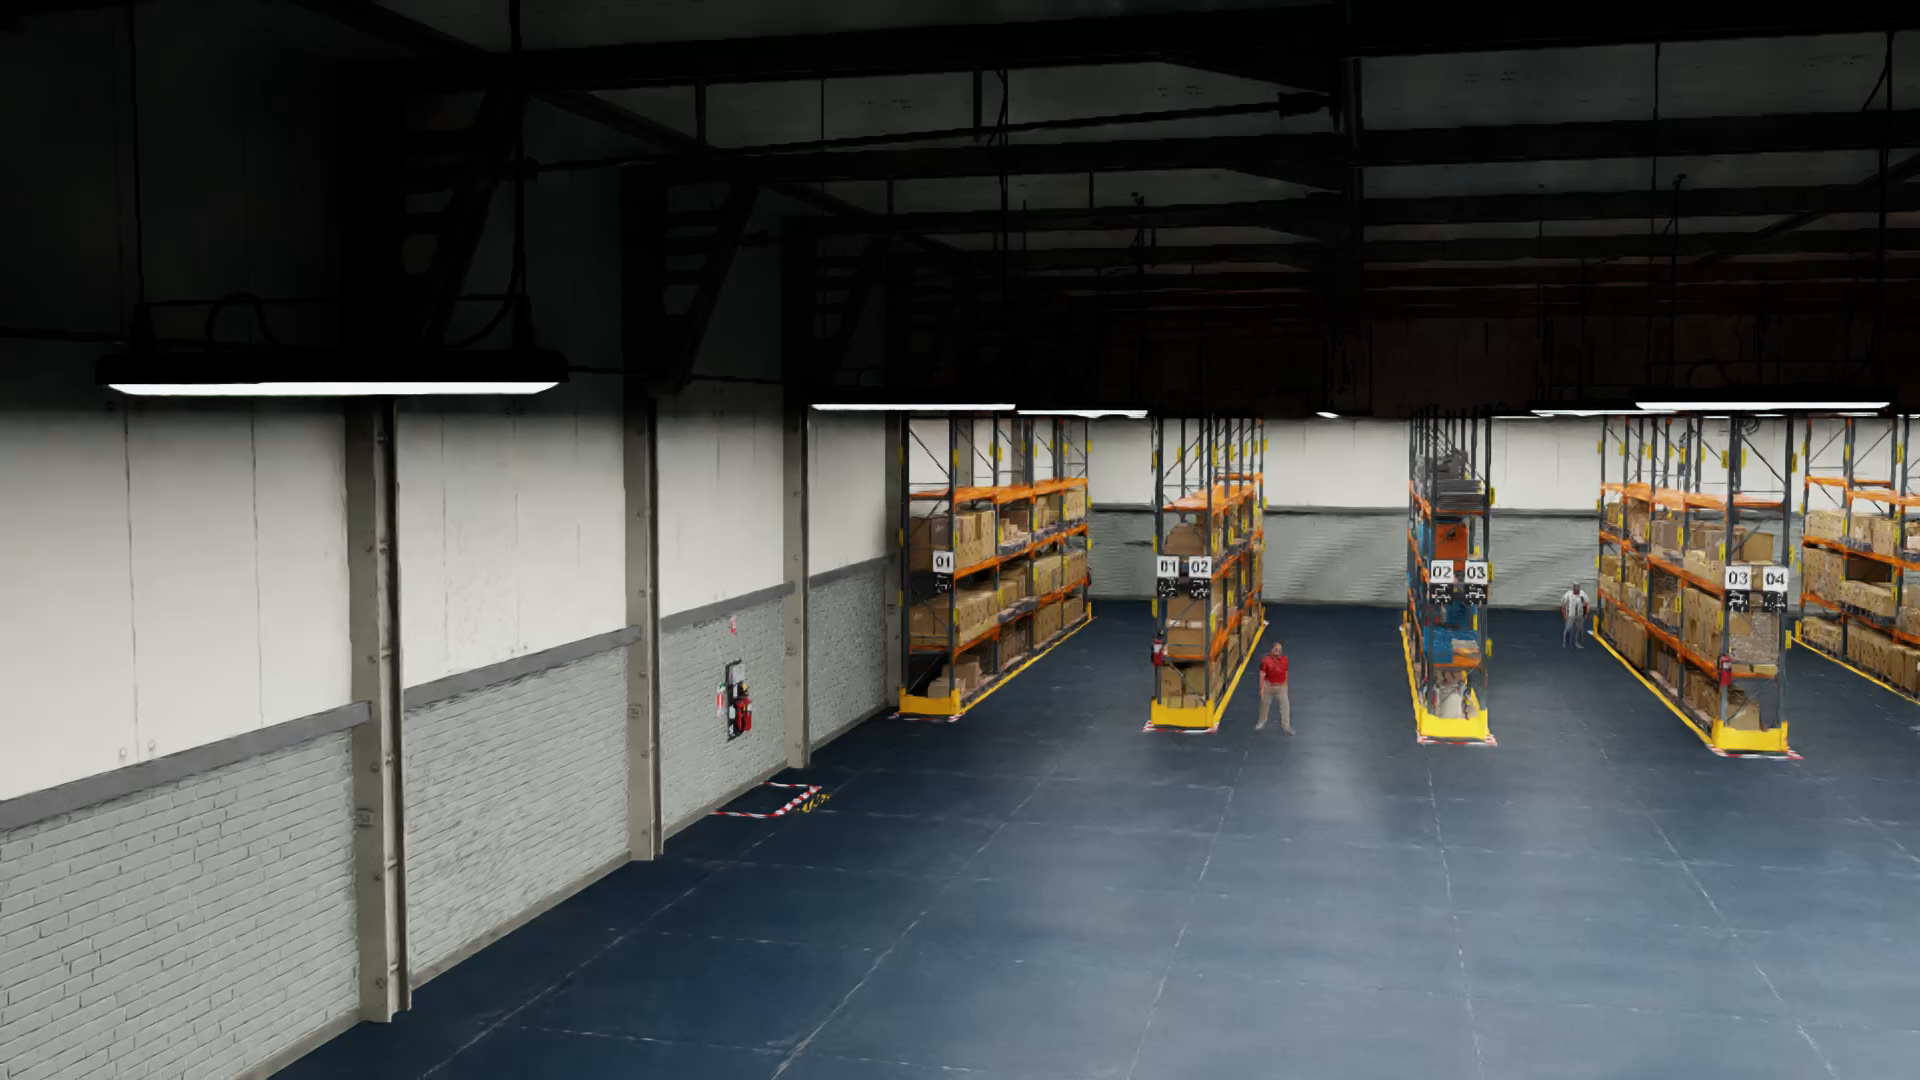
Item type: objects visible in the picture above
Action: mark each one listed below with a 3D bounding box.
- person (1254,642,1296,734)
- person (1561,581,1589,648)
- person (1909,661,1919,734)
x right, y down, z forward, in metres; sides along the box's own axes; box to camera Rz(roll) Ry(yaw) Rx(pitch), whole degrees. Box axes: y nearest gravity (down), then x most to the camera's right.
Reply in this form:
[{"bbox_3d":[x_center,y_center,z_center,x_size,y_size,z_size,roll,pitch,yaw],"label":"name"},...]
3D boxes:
[{"bbox_3d":[5.770,2.744,30.526,0.572,1.587,0.972,-1,4,-9],"label":"person"},{"bbox_3d":[15.454,1.873,41.802,0.683,1.714,0.532,1,4,12],"label":"person"},{"bbox_3d":[17.604,2.641,30.306,0.493,1.785,0.613,4,6,42],"label":"person"}]
